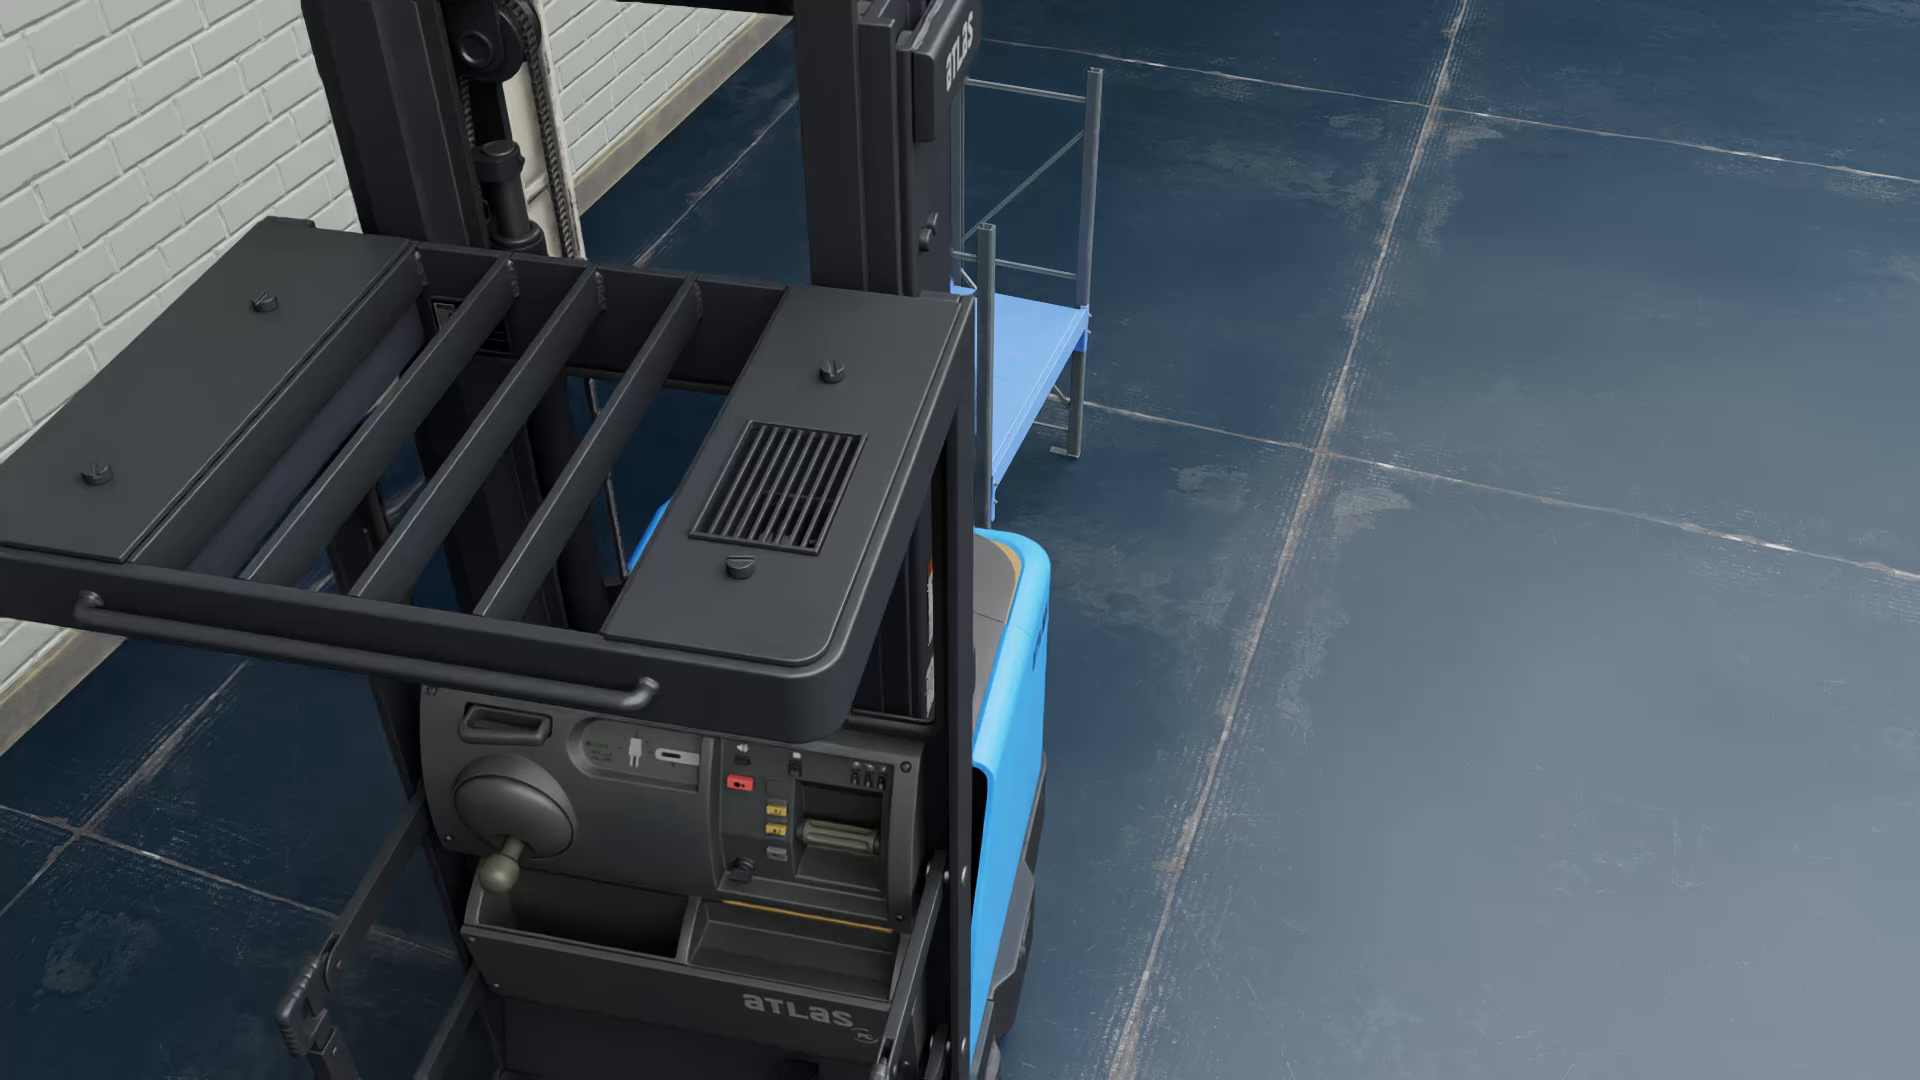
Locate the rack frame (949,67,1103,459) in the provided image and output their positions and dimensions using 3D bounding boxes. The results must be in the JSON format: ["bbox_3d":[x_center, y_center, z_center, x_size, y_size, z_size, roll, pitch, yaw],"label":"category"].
[{"bbox_3d":[0.203,-0.933,5.688,0.500,1.500,0.032,13,42,15],"label":"rack frame"}]

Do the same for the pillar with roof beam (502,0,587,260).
[{"bbox_3d":[2.251,-3.531,2.955,9.100,9.000,0.400,13,42,15],"label":"pillar with roof beam"}]

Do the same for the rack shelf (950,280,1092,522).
[{"bbox_3d":[0.029,-0.486,5.441,0.538,0.185,1.000,13,42,15],"label":"rack shelf"}]

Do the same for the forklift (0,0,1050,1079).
[{"bbox_3d":[-0.571,0.563,2.832,1.130,2.935,3.031,8,41,9],"label":"forklift"}]

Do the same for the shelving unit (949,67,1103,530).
[{"bbox_3d":[0.029,-0.623,5.324,0.538,1.500,1.048,13,42,15],"label":"shelving unit"}]

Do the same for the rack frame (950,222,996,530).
[{"bbox_3d":[-0.145,-0.313,4.961,0.500,1.500,0.032,13,42,15],"label":"rack frame"}]
